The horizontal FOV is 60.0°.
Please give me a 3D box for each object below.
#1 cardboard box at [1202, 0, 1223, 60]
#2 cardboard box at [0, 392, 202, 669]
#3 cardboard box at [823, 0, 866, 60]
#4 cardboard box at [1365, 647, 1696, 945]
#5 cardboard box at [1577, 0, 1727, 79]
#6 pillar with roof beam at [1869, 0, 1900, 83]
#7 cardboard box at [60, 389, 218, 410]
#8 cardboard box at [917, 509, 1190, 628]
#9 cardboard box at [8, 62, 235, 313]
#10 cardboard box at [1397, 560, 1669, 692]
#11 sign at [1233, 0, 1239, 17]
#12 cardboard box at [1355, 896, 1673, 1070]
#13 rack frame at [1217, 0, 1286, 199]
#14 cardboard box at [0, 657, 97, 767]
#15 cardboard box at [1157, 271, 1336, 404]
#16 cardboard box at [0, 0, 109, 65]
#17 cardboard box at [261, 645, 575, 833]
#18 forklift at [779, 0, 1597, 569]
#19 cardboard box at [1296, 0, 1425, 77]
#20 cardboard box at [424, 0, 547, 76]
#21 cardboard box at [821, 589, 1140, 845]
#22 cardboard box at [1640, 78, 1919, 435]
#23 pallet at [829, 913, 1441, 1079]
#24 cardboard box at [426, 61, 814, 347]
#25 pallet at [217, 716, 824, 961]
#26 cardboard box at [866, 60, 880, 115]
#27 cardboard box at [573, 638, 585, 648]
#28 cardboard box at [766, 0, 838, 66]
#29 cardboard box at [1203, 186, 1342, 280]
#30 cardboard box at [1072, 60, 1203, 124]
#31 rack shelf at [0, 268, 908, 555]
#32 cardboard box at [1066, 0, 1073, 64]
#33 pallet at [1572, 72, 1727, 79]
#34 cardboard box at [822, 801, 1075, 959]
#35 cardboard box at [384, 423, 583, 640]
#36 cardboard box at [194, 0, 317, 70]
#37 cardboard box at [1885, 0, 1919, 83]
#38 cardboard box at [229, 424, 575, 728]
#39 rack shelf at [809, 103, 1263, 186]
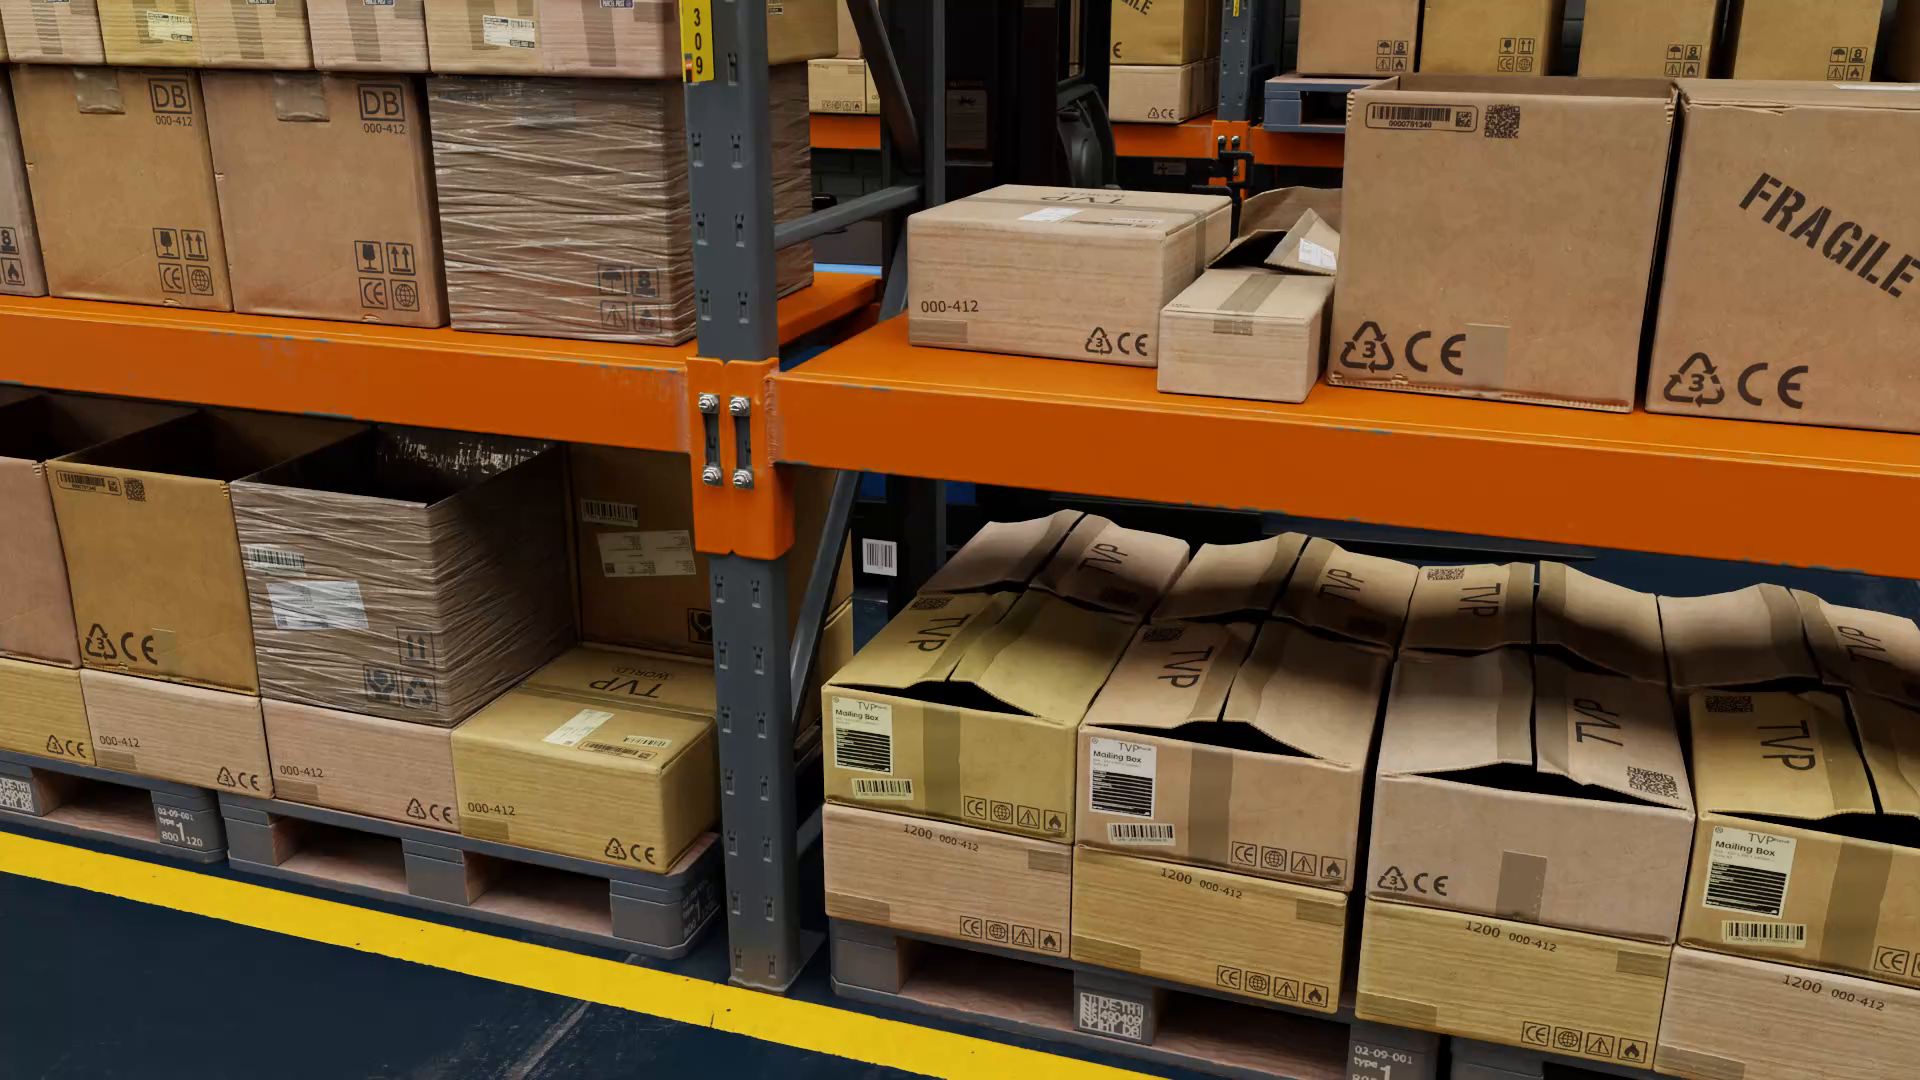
[{"bbox_3d":[0.993,-2.593,8.017,0.500,0.500,0.500,6,20,17],"label":"cardboard box"},{"bbox_3d":[-2.183,-0.040,4.035,0.500,0.500,0.500,7,20,18],"label":"cardboard box"},{"bbox_3d":[-0.617,-2.598,8.031,0.500,0.500,0.500,7,20,20],"label":"cardboard box"},{"bbox_3d":[1.015,0.424,2.989,0.500,0.311,0.500,6,20,16],"label":"cardboard box"},{"bbox_3d":[2.995,-2.250,7.154,0.500,0.500,0.700,10,21,26],"label":"cardboard box"},{"bbox_3d":[2.790,-3.657,2.895,0.400,9.000,9.100,7,20,18],"label":"pillar with roof beam"},{"bbox_3d":[-2.007,-0.207,4.513,0.500,0.500,0.500,7,20,18],"label":"cardboard box"},{"bbox_3d":[0.223,0.146,3.789,0.500,0.311,0.500,7,20,18],"label":"cardboard box"},{"bbox_3d":[-1.648,-0.848,3.799,0.500,0.500,0.700,7,20,19],"label":"cardboard box"},{"bbox_3d":[1.187,0.255,3.476,0.500,0.311,0.500,6,20,18],"label":"cardboard box"},{"bbox_3d":[1.197,-2.424,7.158,0.005,0.325,0.100,7,20,18],"label":"sign"},{"bbox_3d":[1.018,0.687,3.087,0.500,0.250,0.500,6,20,16],"label":"cardboard box"},{"bbox_3d":[1.368,-2.185,7.787,0.127,3.000,1.000,7,20,18],"label":"rack frame"},{"bbox_3d":[-2.183,0.313,4.159,0.500,0.250,0.500,7,20,18],"label":"cardboard box"},{"bbox_3d":[0.516,-0.366,2.952,0.250,0.149,0.380,7,20,18],"label":"cardboard box"},{"bbox_3d":[-1.780,-1.098,3.532,0.250,0.149,0.380,7,20,20],"label":"cardboard box"},{"bbox_3d":[-1.233,0.417,3.863,0.500,0.250,0.500,7,20,18],"label":"cardboard box"},{"bbox_3d":[0.607,-1.337,5.458,3.031,2.935,1.130,4,20,13],"label":"forklift"},{"bbox_3d":[1.838,-2.374,7.510,0.500,0.500,0.700,7,20,18],"label":"cardboard box"},{"bbox_3d":[-0.814,-0.988,3.216,0.250,0.149,0.380,6,20,17],"label":"cardboard box"},{"bbox_3d":[0.055,0.313,3.308,0.500,0.311,0.500,7,20,18],"label":"cardboard box"},{"bbox_3d":[1.437,-0.492,2.780,0.500,0.500,0.500,7,20,18],"label":"cardboard box"},{"bbox_3d":[0.455,0.740,3.633,1.213,0.211,1.003,7,20,18],"label":"pallet"},{"bbox_3d":[-0.675,-0.737,3.483,0.500,0.500,0.700,6,20,17],"label":"cardboard box"},{"bbox_3d":[-0.992,0.573,4.110,1.213,0.211,1.003,7,20,18],"label":"pallet"},{"bbox_3d":[-0.127,-2.186,7.989,0.500,0.250,0.500,6,20,18],"label":"cardboard box"},{"bbox_3d":[-1.063,0.256,4.324,0.500,0.250,0.500,7,20,18],"label":"cardboard box"},{"bbox_3d":[-0.444,-1.087,3.500,0.250,0.149,0.380,6,20,18],"label":"cardboard box"},{"bbox_3d":[0.637,-0.543,3.281,0.258,0.266,0.396,6,20,17],"label":"cardboard box"},{"bbox_3d":[0.821,-2.080,7.685,0.500,0.250,0.500,7,20,18],"label":"cardboard box"},{"bbox_3d":[-2.143,-0.521,4.106,4.000,0.370,1.077,7,20,18],"label":"rack shelf"},{"bbox_3d":[0.347,-2.485,7.705,0.500,0.500,0.500,6,20,18],"label":"cardboard box"},{"bbox_3d":[3.263,-1.863,7.156,1.213,0.211,1.003,7,20,18],"label":"pallet"},{"bbox_3d":[0.046,0.576,3.405,0.500,0.250,0.500,6,20,17],"label":"cardboard box"},{"bbox_3d":[-1.064,-0.097,4.198,0.500,0.500,0.500,7,20,18],"label":"cardboard box"},{"bbox_3d":[-1.311,-1.043,3.375,0.250,0.149,0.380,6,20,18],"label":"cardboard box"},{"bbox_3d":[4.162,-2.107,6.744,0.500,0.500,0.700,5,20,13],"label":"cardboard box"},{"bbox_3d":[-1.232,0.062,3.741,0.500,0.500,0.500,7,20,18],"label":"cardboard box"},{"bbox_3d":[-0.521,-2.061,8.525,4.000,0.370,1.077,7,20,18],"label":"rack shelf"}]
